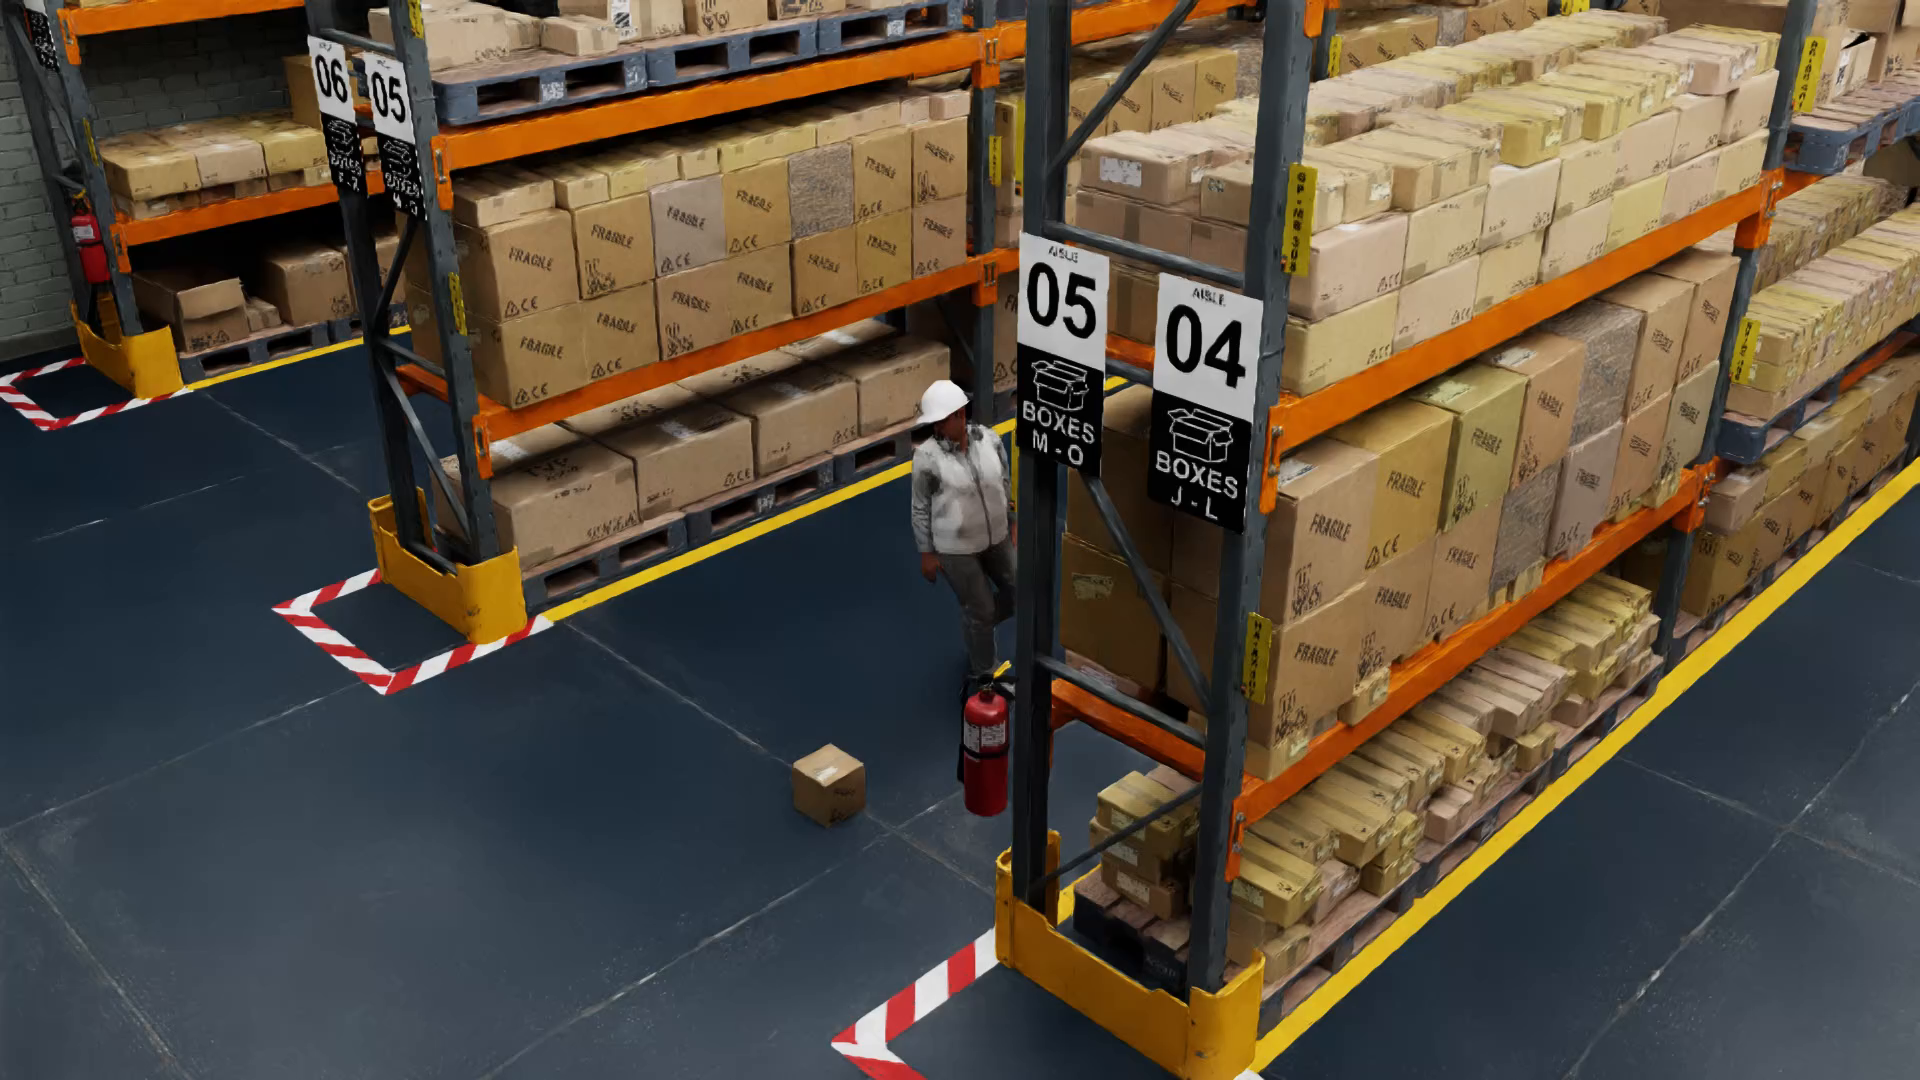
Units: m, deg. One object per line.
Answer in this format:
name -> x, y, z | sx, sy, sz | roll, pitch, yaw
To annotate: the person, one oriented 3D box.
person -> 0.071, 0.008, 8.612 | 0.587, 1.748, 0.525 | -22, 35, -35
